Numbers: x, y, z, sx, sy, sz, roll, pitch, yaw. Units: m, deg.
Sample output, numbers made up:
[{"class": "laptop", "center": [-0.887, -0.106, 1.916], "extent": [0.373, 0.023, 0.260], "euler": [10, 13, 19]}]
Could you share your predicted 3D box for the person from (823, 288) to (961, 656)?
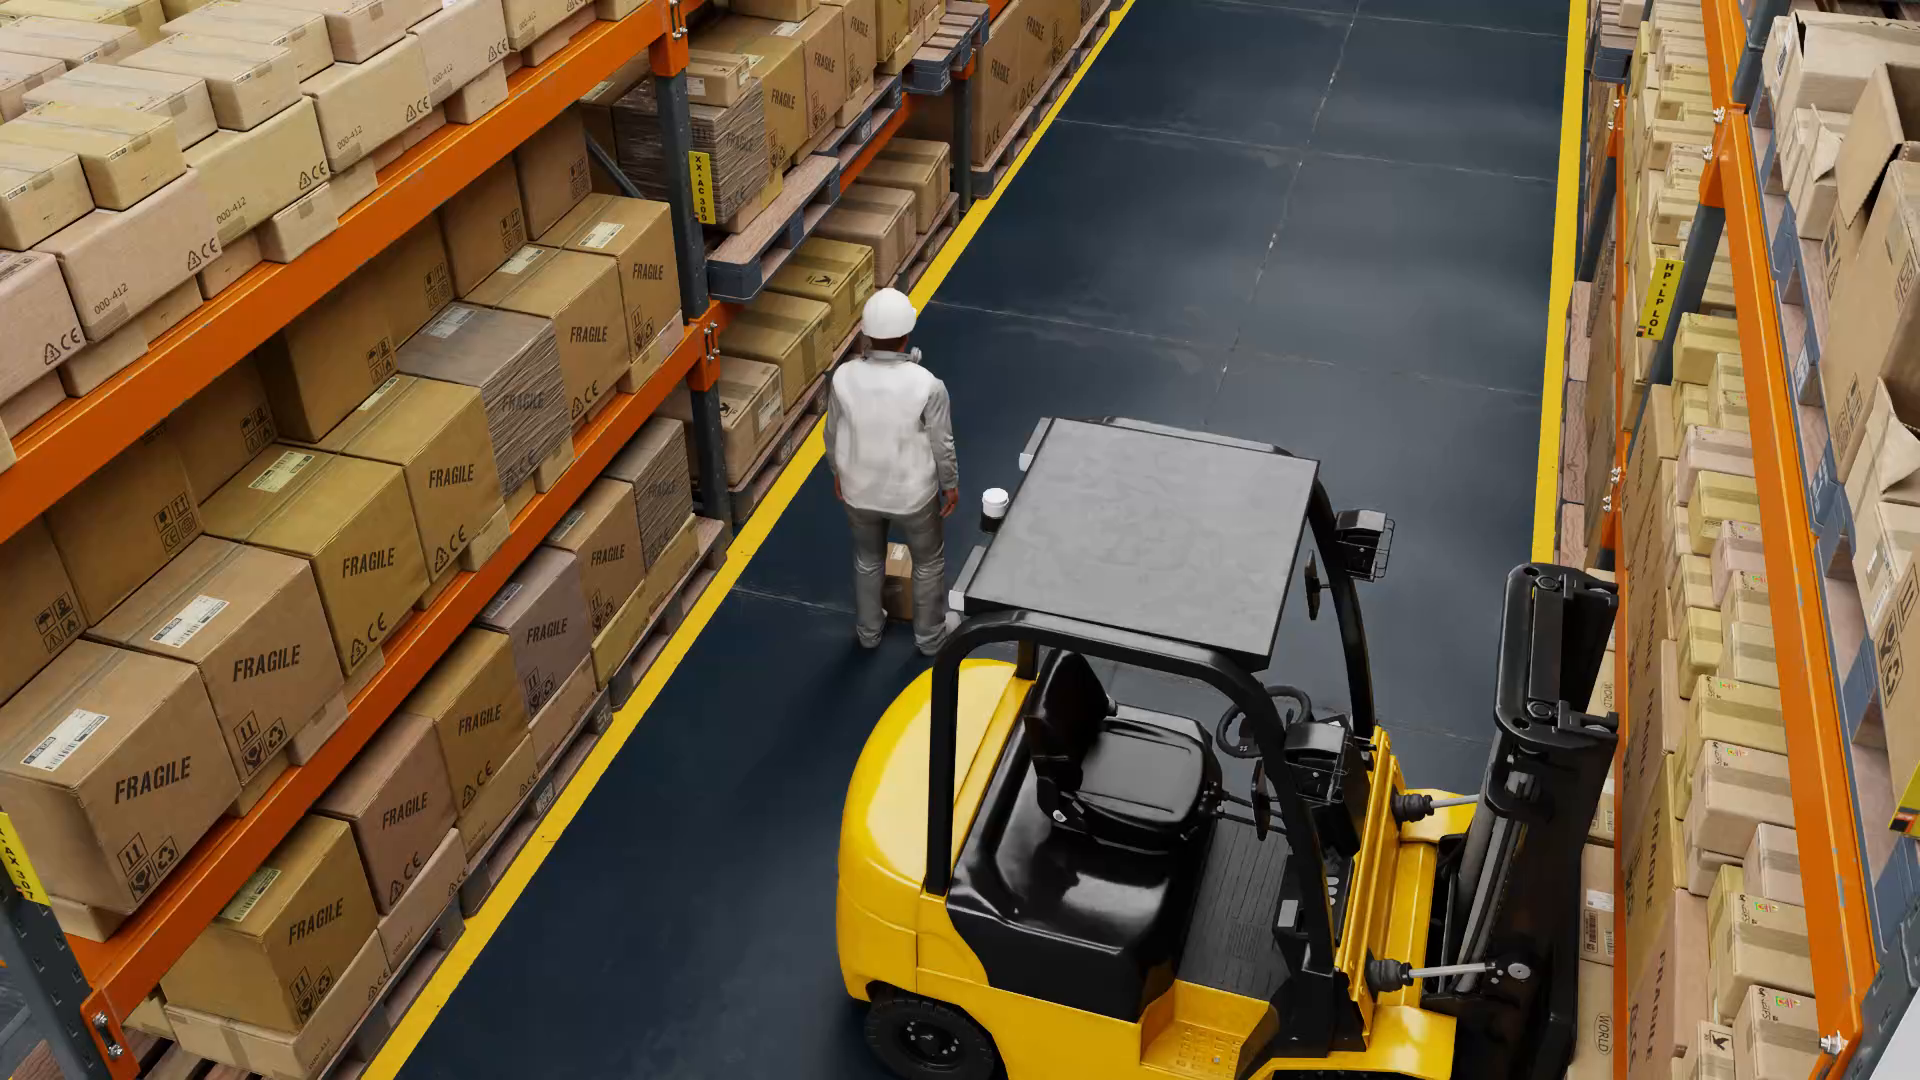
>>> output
[{"class": "person", "center": [-0.290, -0.256, 7.212], "extent": [0.579, 1.770, 0.465], "euler": [8, 38, 11]}]
